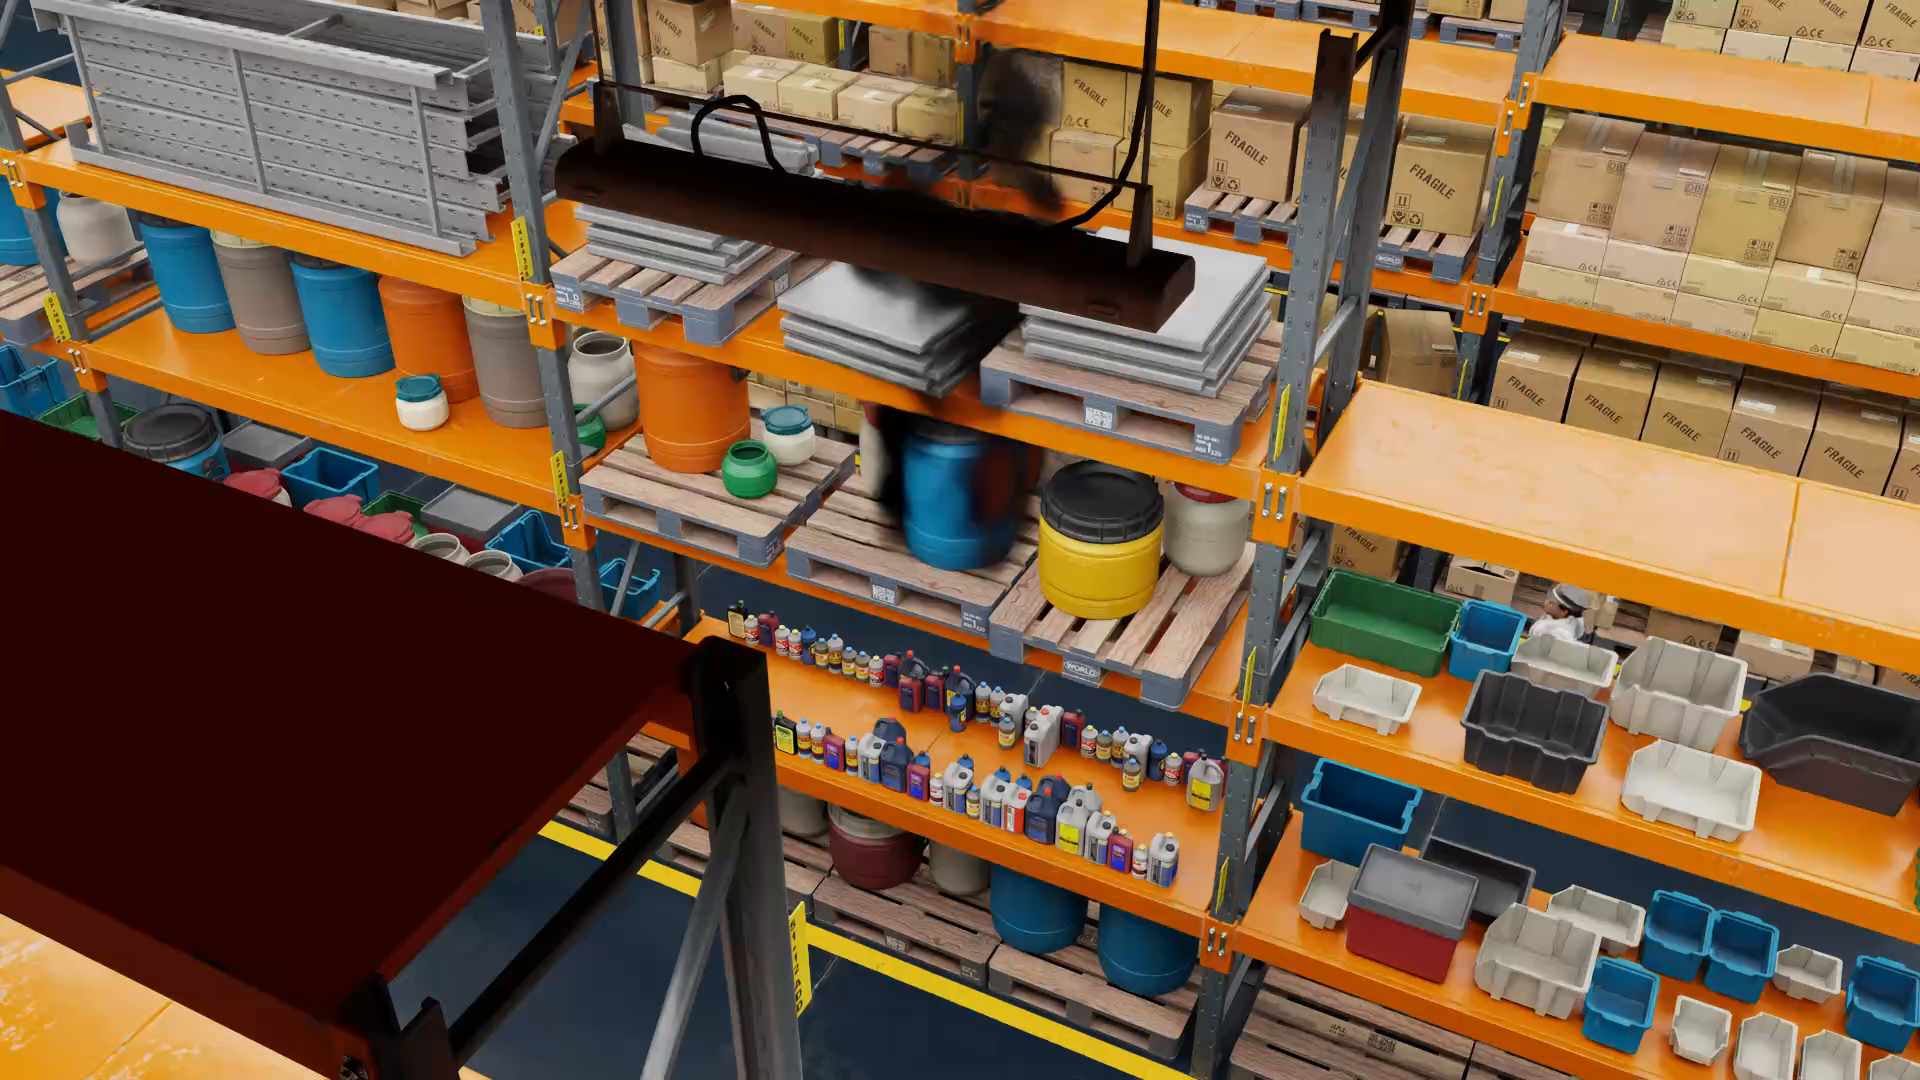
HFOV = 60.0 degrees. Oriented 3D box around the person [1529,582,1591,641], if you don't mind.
[{"bbox_3d":[3.892,0.966,11.033,0.751,1.700,0.620,10,36,14],"label":"person"}]
